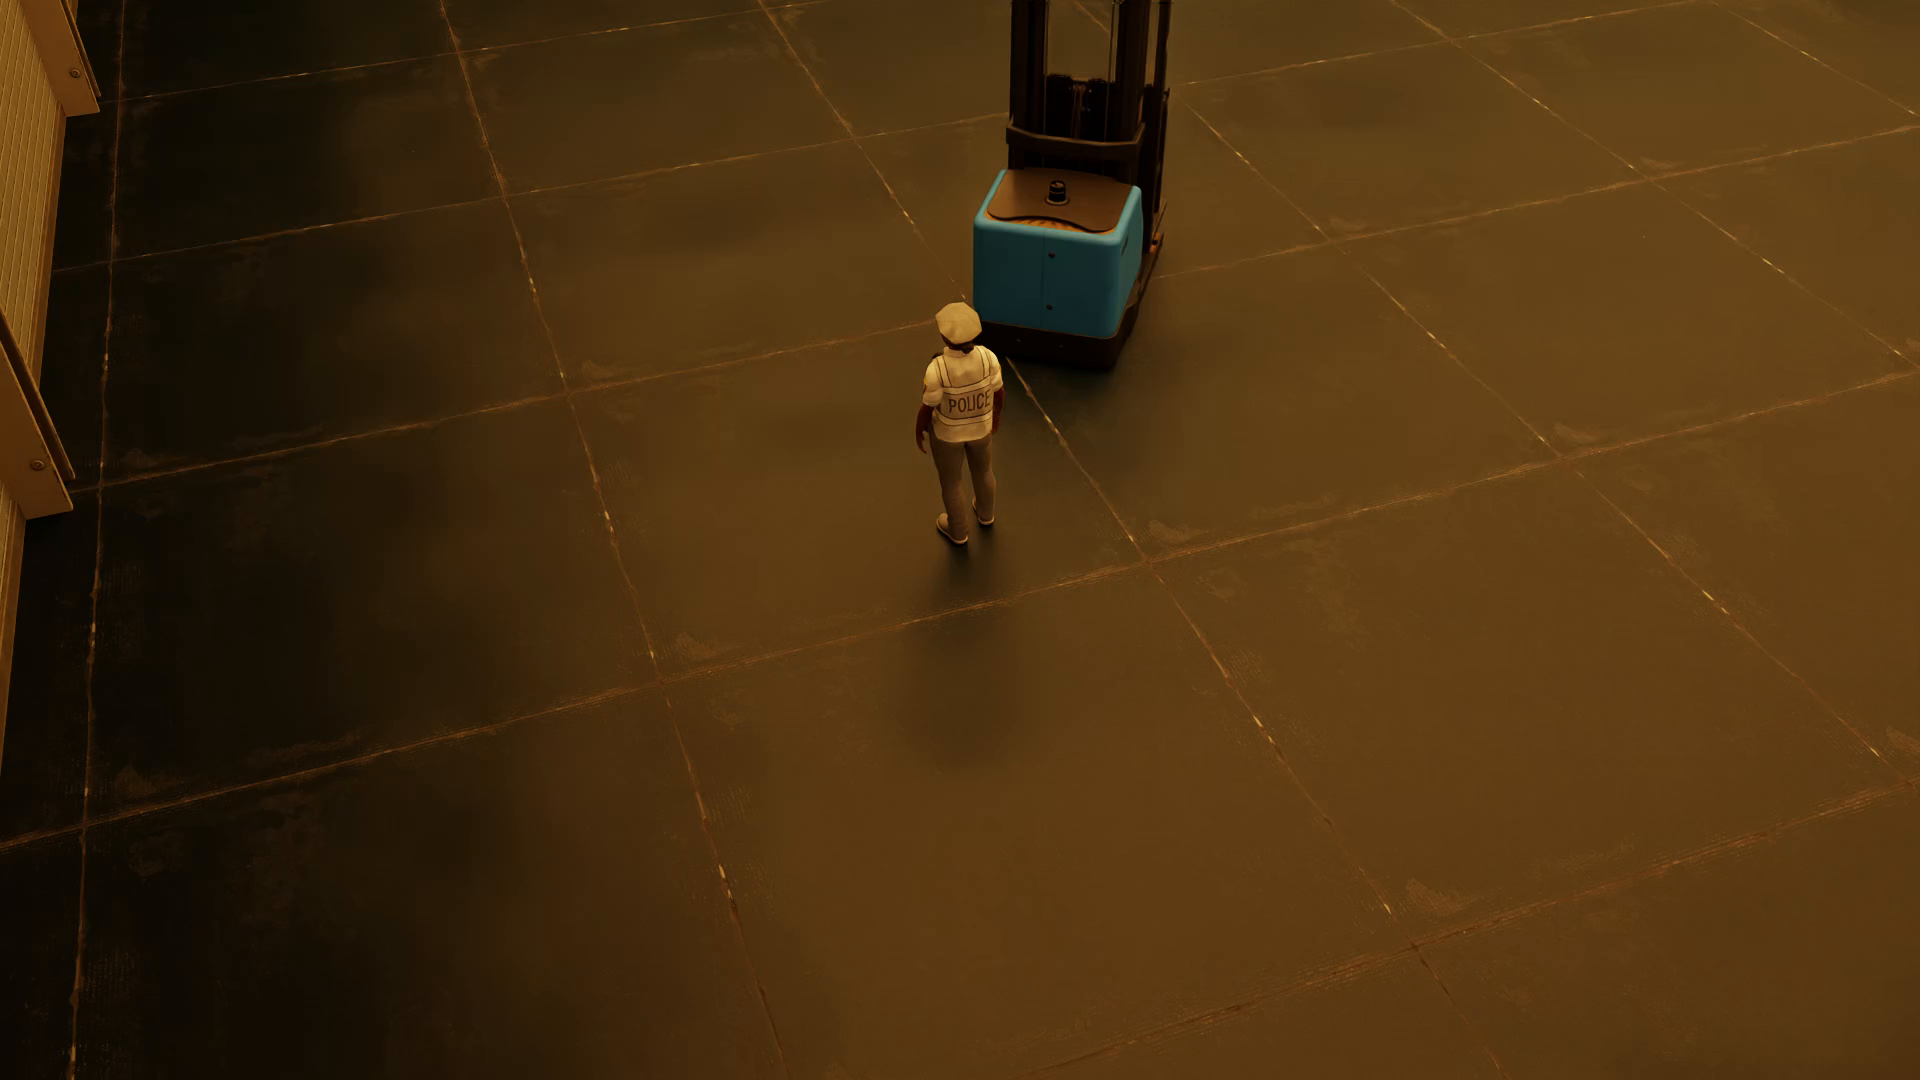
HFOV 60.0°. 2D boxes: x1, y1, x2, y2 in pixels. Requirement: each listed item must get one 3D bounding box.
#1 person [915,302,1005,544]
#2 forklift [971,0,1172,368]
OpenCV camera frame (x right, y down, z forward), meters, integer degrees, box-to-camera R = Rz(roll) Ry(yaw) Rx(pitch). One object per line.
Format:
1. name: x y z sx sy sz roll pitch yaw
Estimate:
1. person: -0.008 -0.704 9.785 0.570 1.697 0.528 -13 42 -15
2. forklift: 0.956 -3.282 11.905 1.130 2.935 3.031 10 41 12
